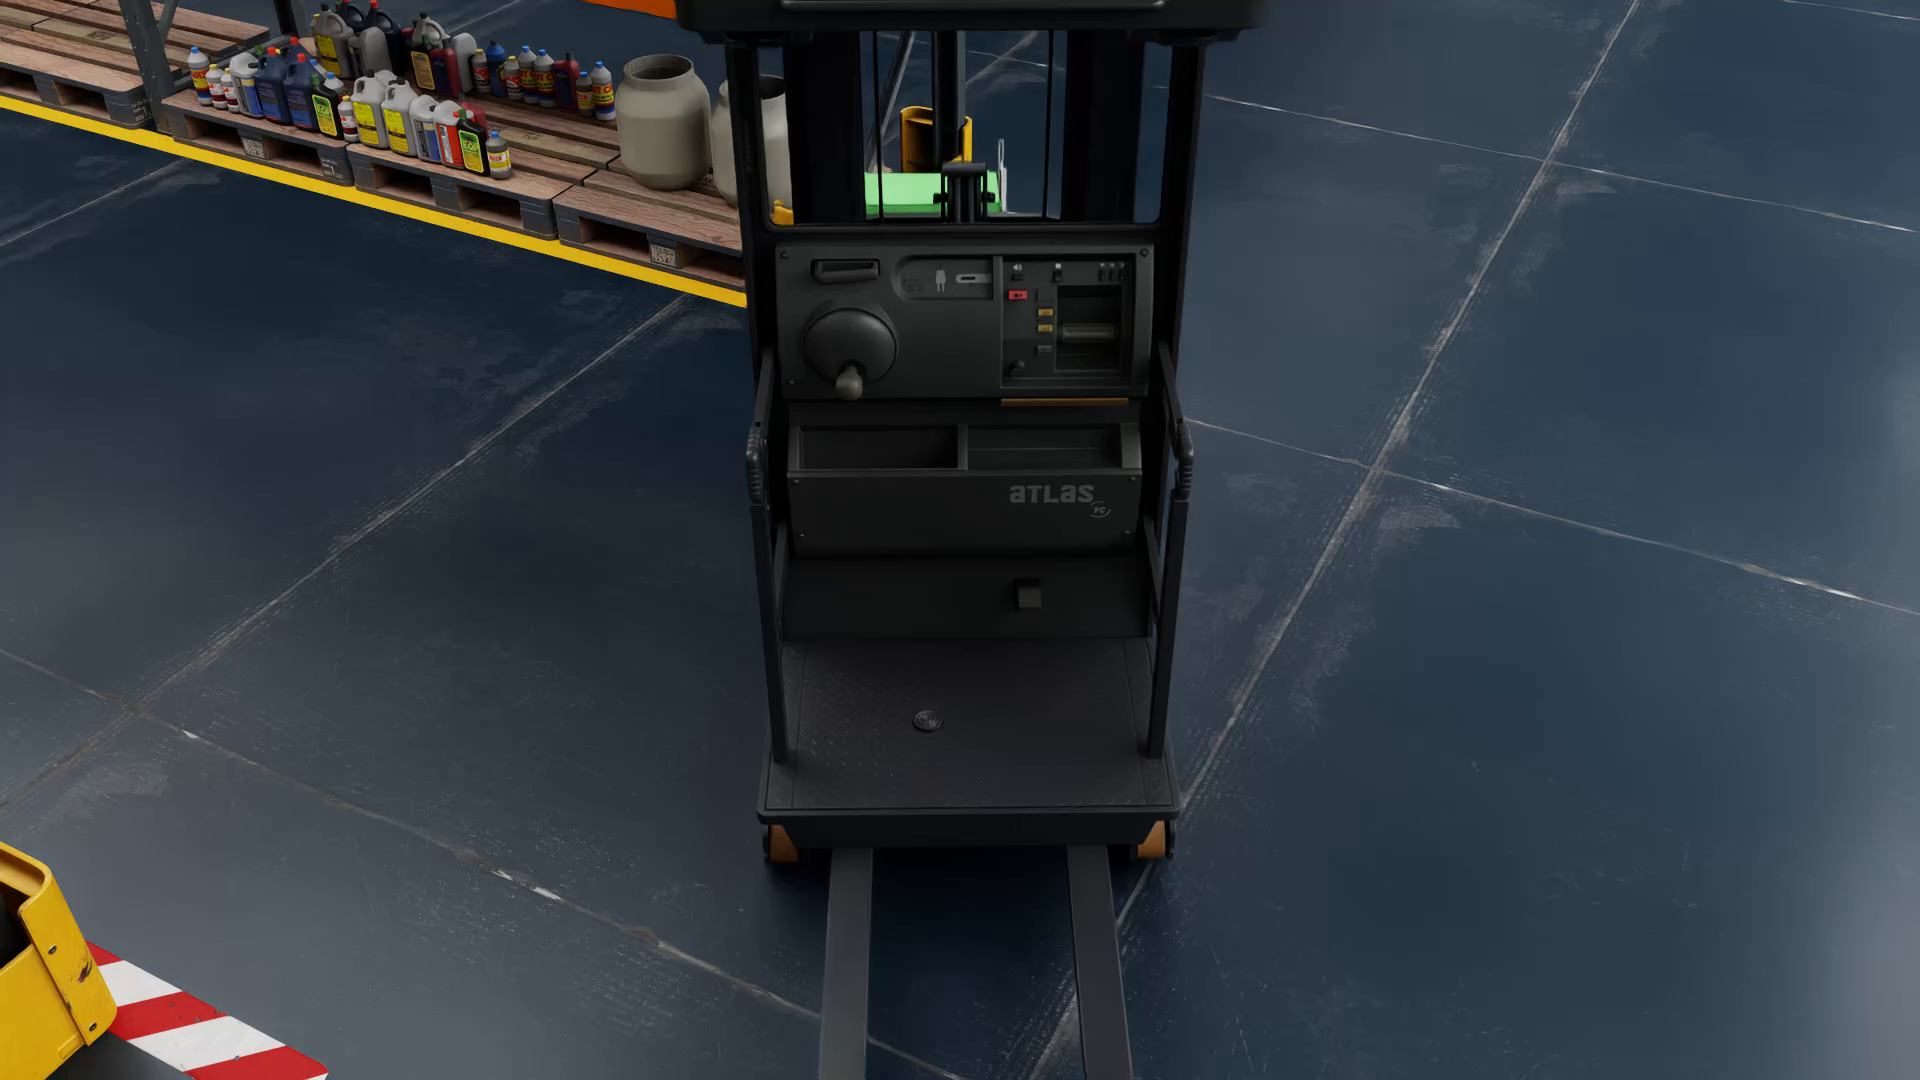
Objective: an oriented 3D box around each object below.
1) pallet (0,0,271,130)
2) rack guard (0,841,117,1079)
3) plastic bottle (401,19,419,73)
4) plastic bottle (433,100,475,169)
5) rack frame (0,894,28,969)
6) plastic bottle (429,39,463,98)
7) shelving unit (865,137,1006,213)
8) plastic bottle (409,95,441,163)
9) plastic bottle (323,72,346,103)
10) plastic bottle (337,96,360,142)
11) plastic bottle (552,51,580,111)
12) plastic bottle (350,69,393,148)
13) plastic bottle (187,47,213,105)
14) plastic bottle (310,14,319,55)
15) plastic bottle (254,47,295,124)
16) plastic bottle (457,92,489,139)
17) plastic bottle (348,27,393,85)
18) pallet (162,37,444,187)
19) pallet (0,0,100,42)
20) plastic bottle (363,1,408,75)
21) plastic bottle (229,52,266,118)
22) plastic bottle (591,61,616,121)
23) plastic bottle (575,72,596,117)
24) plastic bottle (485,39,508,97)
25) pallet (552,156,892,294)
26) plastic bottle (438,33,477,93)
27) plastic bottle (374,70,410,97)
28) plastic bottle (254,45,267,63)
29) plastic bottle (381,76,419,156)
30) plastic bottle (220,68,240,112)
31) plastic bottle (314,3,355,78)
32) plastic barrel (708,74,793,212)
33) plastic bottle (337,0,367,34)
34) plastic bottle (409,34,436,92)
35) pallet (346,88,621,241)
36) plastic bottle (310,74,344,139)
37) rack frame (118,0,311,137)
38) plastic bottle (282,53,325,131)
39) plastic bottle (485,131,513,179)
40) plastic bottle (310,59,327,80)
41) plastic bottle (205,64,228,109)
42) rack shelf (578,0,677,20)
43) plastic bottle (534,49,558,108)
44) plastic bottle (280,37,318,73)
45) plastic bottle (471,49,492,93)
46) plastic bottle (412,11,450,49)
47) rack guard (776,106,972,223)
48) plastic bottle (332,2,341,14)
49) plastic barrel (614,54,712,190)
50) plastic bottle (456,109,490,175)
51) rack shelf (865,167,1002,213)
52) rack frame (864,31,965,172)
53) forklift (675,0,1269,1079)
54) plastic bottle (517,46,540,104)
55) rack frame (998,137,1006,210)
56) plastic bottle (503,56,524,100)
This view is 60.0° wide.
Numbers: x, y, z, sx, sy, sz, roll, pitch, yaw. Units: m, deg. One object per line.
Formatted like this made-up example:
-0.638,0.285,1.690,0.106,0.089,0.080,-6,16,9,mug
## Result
-4.524,-2.611,9.015,1.213,0.211,1.003,17,41,21,pallet
-2.517,1.249,3.691,0.348,0.500,1.175,17,41,21,rack guard
-2.770,-2.516,8.467,0.133,0.283,0.061,20,42,24,plastic bottle
-2.301,-1.862,7.611,0.135,0.276,0.152,18,41,22,plastic bottle
-2.538,0.247,2.944,0.127,3.000,1.000,17,41,21,rack frame
-2.553,-2.345,8.241,0.133,0.283,0.061,17,41,21,plastic bottle
-0.105,-0.786,5.794,0.503,1.200,0.258,-1,37,-1,shelving unit
-2.424,-1.901,7.662,0.135,0.276,0.152,16,40,20,plastic bottle
-2.968,-2.092,7.918,0.097,0.271,0.097,0,37,0,plastic bottle
-2.875,-1.993,7.846,0.097,0.201,0.097,0,37,0,plastic bottle
-1.916,-2.249,8.115,0.133,0.283,0.061,18,41,22,plastic bottle
-2.738,-2.026,7.765,0.185,0.351,0.144,17,40,21,plastic bottle
-3.728,-2.288,8.176,0.097,0.271,0.097,0,37,0,plastic bottle
-3.344,-2.651,8.712,0.097,0.201,0.097,0,37,0,plastic bottle
-3.283,-2.197,7.990,0.185,0.351,0.144,18,41,23,plastic bottle
-2.252,-1.922,7.684,0.133,0.283,0.061,17,41,21,plastic bottle
-2.980,-2.450,8.386,0.135,0.276,0.152,17,41,21,plastic bottle
-3.232,-2.204,8.479,1.213,0.211,1.003,17,41,21,pallet
-5.612,-2.949,9.461,1.213,0.211,1.003,17,41,21,pallet
-2.934,-2.566,8.477,0.185,0.351,0.144,15,40,19,plastic bottle
-3.428,-2.215,8.076,0.135,0.276,0.152,19,41,23,plastic bottle
-1.724,-2.172,8.023,0.097,0.271,0.097,0,37,0,plastic bottle
-1.816,-2.172,8.082,0.097,0.201,0.097,0,37,0,plastic bottle
-2.297,-2.351,8.259,0.097,0.271,0.097,0,37,0,plastic bottle
-1.065,-1.526,7.585,1.213,0.211,1.003,17,41,21,pallet
-2.505,-2.399,8.319,0.135,0.276,0.152,18,41,22,plastic bottle
-2.692,-2.083,7.902,0.135,0.276,0.152,17,41,21,plastic bottle
-3.380,-2.275,8.149,0.133,0.283,0.061,17,41,21,plastic bottle
-2.573,-1.974,7.697,0.185,0.351,0.144,19,41,23,plastic bottle
-3.547,-2.204,8.123,0.097,0.201,0.097,0,37,0,plastic bottle
-3.171,-2.542,8.445,0.185,0.351,0.144,17,41,21,plastic bottle
-0.877,-1.730,7.258,0.421,0.512,0.421,0,37,0,plastic barrel
-3.105,-2.620,8.547,0.185,0.351,0.144,16,40,20,plastic bottle
-2.672,-2.387,8.297,0.133,0.283,0.061,17,41,21,plastic bottle
-2.144,-1.865,8.033,1.213,0.211,1.003,17,41,21,pallet
-2.988,-2.049,7.851,0.133,0.283,0.061,19,41,23,plastic bottle
-3.809,-3.524,7.911,0.127,3.000,1.000,17,41,21,rack frame
-3.116,-2.144,7.921,0.185,0.351,0.144,16,40,20,plastic bottle
-2.090,-1.748,7.522,0.097,0.201,0.097,0,37,0,plastic bottle
-3.099,-2.190,8.046,0.097,0.271,0.097,0,37,0,plastic bottle
-3.637,-2.232,8.160,0.097,0.201,0.097,0,37,0,plastic bottle
-2.033,-2.681,7.396,4.000,0.370,1.077,17,41,21,rack shelf
-2.028,-2.267,8.148,0.097,0.271,0.097,0,37,0,plastic bottle
-3.217,-2.274,8.092,0.185,0.351,0.144,17,41,21,plastic bottle
-2.387,-2.352,8.318,0.097,0.201,0.097,0,37,0,plastic bottle
-2.647,-2.476,8.359,0.185,0.351,0.144,17,40,21,plastic bottle
-0.346,-1.412,7.196,0.348,0.500,1.175,17,41,21,rack guard
-3.230,-2.660,8.657,0.133,0.283,0.061,19,41,24,plastic bottle
-1.322,-1.869,7.442,0.421,0.512,0.421,0,37,0,plastic barrel
-2.202,-1.803,7.527,0.133,0.283,0.061,18,41,23,plastic bottle
-0.105,-1.118,5.542,0.480,0.148,0.258,-1,37,-1,rack shelf
-0.257,-2.412,6.446,0.127,3.000,1.000,17,41,21,rack frame
0.017,-0.474,3.950,1.130,2.935,3.031,-1,37,-1,forklift
-2.117,-2.295,8.185,0.097,0.271,0.097,0,37,0,plastic bottle
0.139,-0.790,5.798,0.015,1.200,0.240,-1,37,-1,rack frame
-2.205,-2.294,8.242,0.097,0.201,0.097,0,37,0,plastic bottle
